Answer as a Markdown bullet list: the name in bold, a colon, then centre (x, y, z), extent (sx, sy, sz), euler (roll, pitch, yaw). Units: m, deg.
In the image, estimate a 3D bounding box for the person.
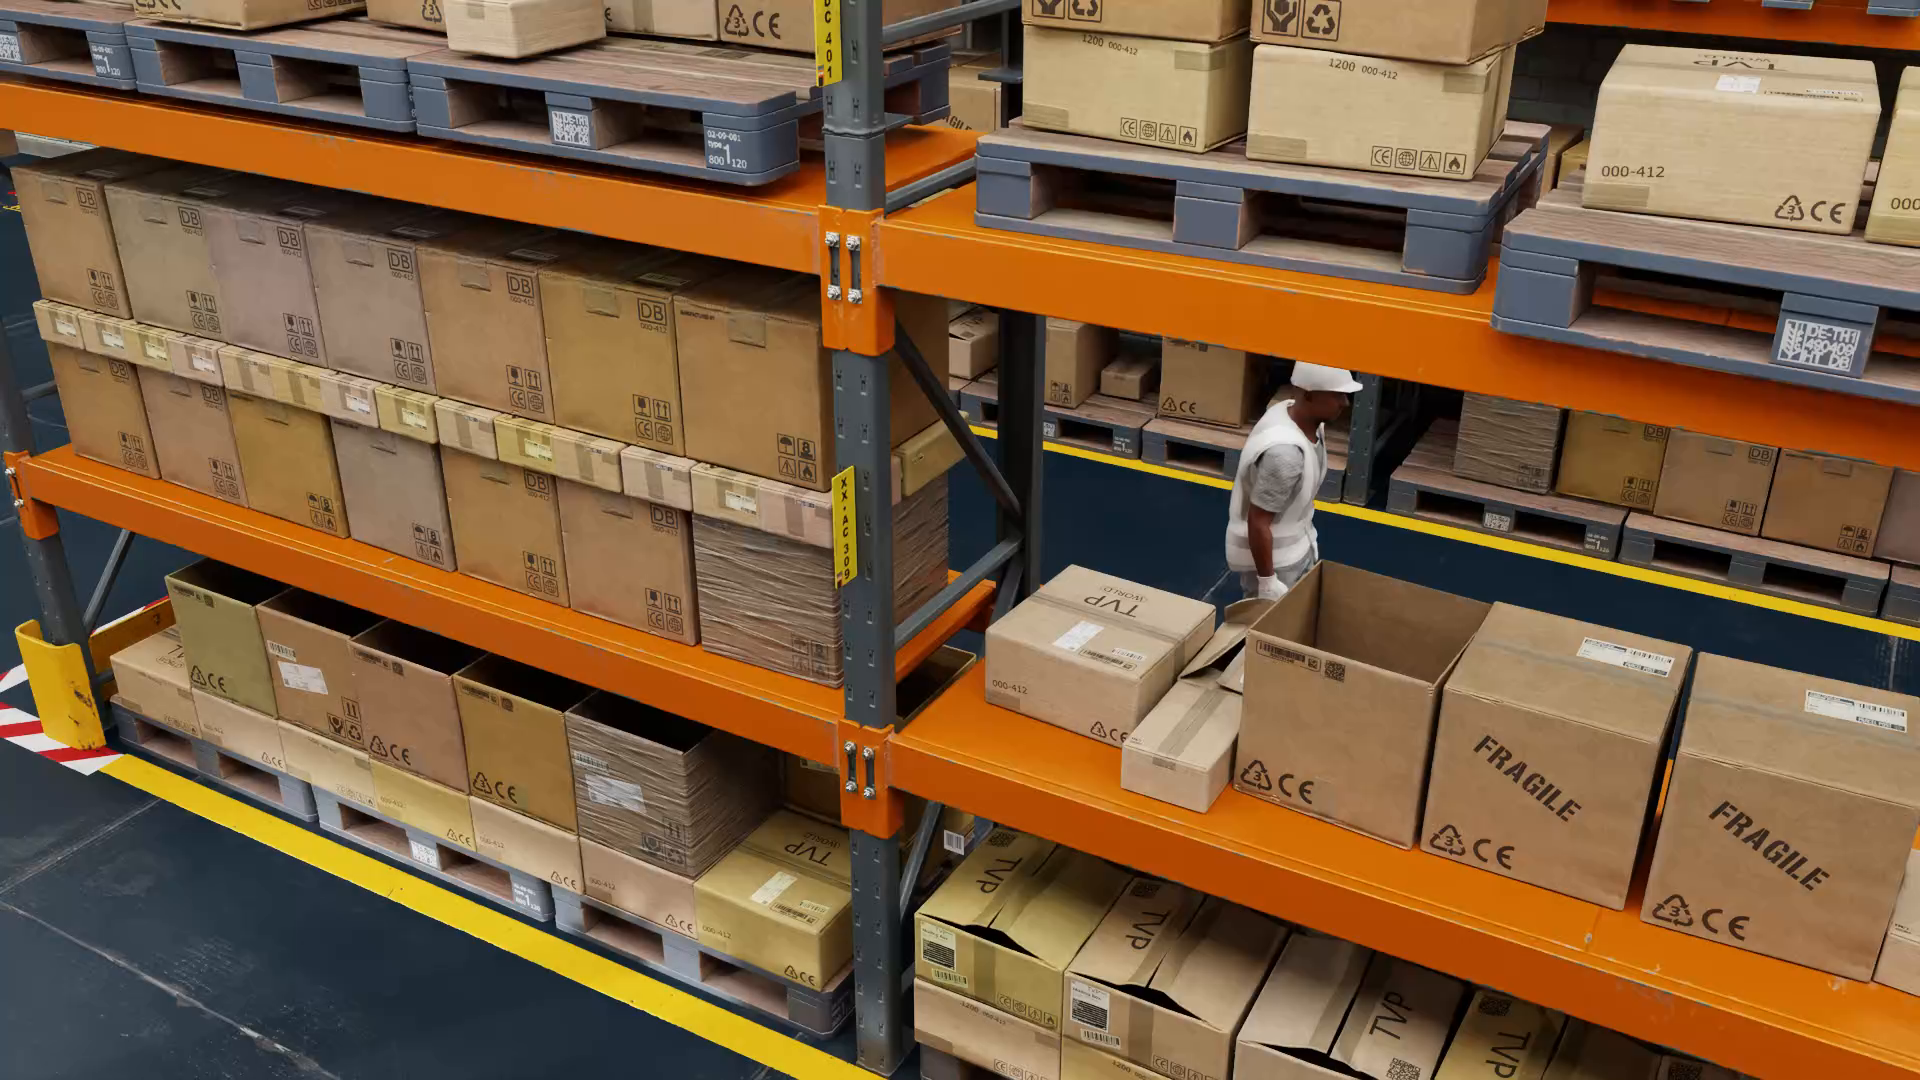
- **person**: centre (1.302, 0.074, 6.673), extent (0.450, 1.771, 0.623), euler (12, 29, 23)
